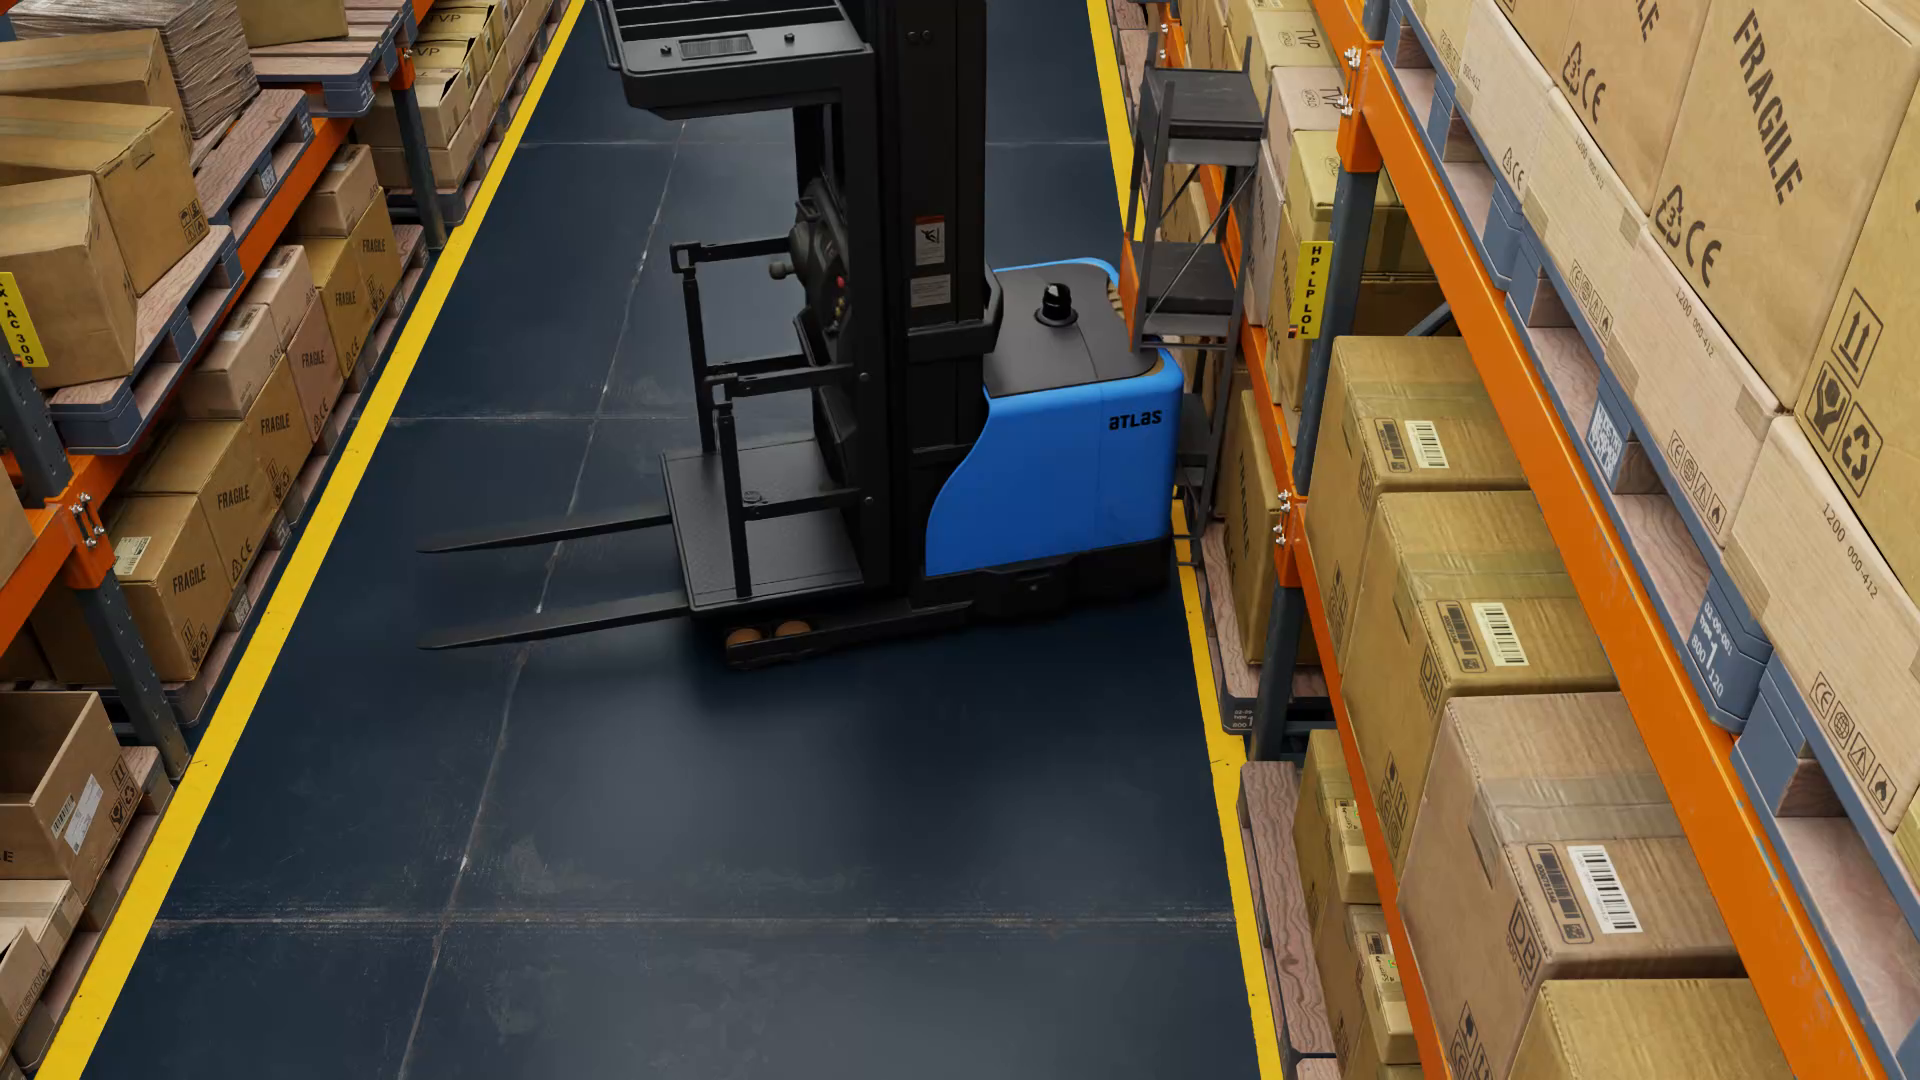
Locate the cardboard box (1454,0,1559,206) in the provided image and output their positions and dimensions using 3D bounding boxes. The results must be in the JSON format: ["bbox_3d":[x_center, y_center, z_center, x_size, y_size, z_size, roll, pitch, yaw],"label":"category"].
[{"bbox_3d":[1.302,-0.884,3.260,0.500,0.250,0.500,-1,39,-1],"label":"cardboard box"}]

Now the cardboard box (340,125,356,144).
[{"bbox_3d":[-3.627,-2.453,9.326,0.500,0.311,0.500,1,39,1],"label":"cardboard box"}]

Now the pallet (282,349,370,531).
[{"bbox_3d":[-3.418,-0.499,7.704,1.003,0.211,1.213,0,39,0],"label":"pallet"}]

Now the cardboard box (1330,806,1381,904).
[{"bbox_3d":[1.294,0.920,4.847,0.380,0.149,0.250,1,39,1],"label":"cardboard box"}]

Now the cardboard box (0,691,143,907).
[{"bbox_3d":[-3.091,0.846,5.443,0.500,0.500,0.500,0,39,0],"label":"cardboard box"}]

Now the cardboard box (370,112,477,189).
[{"bbox_3d":[-3.087,-2.234,9.502,0.500,0.250,0.500,0,39,0],"label":"cardboard box"}]

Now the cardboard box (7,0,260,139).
[{"bbox_3d":[-3.457,-2.053,6.997,0.700,0.500,0.500,7,39,8],"label":"cardboard box"}]

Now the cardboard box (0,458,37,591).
[{"bbox_3d":[-3.118,-0.041,4.822,0.500,0.500,0.500,1,39,1],"label":"cardboard box"}]

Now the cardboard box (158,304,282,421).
[{"bbox_3d":[-3.133,-0.731,6.811,0.500,0.250,0.500,0,39,0],"label":"cardboard box"}]

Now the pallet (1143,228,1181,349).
[{"bbox_3d":[1.499,-1.240,8.629,1.003,0.211,1.213,0,39,0],"label":"pallet"}]

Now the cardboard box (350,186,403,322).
[{"bbox_3d":[-3.144,-1.427,8.279,0.500,0.500,0.500,1,39,2],"label":"cardboard box"}]

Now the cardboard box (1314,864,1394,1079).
[{"bbox_3d":[1.474,1.273,4.925,0.700,0.500,0.500,0,39,-1],"label":"cardboard box"}]

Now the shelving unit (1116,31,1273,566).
[{"bbox_3d":[0.854,-0.887,6.588,0.431,2.100,0.503,2,36,-3],"label":"shelving unit"}]

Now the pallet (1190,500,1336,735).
[{"bbox_3d":[1.502,0.286,6.725,1.003,0.211,1.213,0,39,0],"label":"pallet"}]

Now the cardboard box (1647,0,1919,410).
[{"bbox_3d":[1.310,-0.523,2.210,0.500,0.500,0.500,-2,39,-2],"label":"cardboard box"}]

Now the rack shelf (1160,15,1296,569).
[{"bbox_3d":[1.576,-1.290,7.036,1.077,0.370,4.000,0,39,0],"label":"rack shelf"}]

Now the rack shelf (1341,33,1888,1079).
[{"bbox_3d":[1.581,0.041,2.977,1.077,0.370,4.000,0,39,0],"label":"rack shelf"}]

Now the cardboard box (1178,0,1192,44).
[{"bbox_3d":[1.318,-2.680,7.862,0.500,0.500,0.500,1,39,1],"label":"cardboard box"}]

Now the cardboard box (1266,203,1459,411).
[{"bbox_3d":[1.326,-0.771,5.480,0.500,0.500,0.500,-1,39,-1],"label":"cardboard box"}]

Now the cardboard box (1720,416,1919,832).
[{"bbox_3d":[1.315,0.083,2.053,0.500,0.250,0.500,-1,39,-2],"label":"cardboard box"}]

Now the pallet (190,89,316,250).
[{"bbox_3d":[-3.373,-1.524,6.907,1.003,0.211,1.213,0,39,0],"label":"pallet"}]

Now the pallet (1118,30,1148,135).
[{"bbox_3d":[1.576,-2.983,10.803,1.003,0.211,1.213,0,39,0],"label":"pallet"}]

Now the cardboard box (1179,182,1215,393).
[{"bbox_3d":[1.438,-1.139,7.655,0.750,0.750,0.750,0,39,0],"label":"cardboard box"}]

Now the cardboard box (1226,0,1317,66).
[{"bbox_3d":[1.329,-2.025,6.445,0.500,0.250,0.500,-1,39,-1],"label":"cardboard box"}]

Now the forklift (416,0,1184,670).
[{"bbox_3d":[-0.700,-0.994,6.147,3.031,2.935,1.130,-9,40,-11],"label":"forklift"}]

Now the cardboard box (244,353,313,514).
[{"bbox_3d":[-3.137,-0.459,7.071,0.500,0.500,0.500,0,39,0],"label":"cardboard box"}]

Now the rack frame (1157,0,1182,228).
[{"bbox_3d":[1.574,-2.821,8.372,1.000,3.000,0.127,0,39,0],"label":"rack frame"}]

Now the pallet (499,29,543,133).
[{"bbox_3d":[-3.341,-3.003,10.829,1.003,0.211,1.213,0,39,0],"label":"pallet"}]

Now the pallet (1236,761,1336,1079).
[{"bbox_3d":[1.501,1.244,5.529,1.003,0.211,1.213,0,39,0],"label":"pallet"}]

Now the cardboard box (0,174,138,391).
[{"bbox_3d":[-3.152,-0.813,5.451,0.700,0.500,0.500,-13,40,-15],"label":"cardboard box"}]

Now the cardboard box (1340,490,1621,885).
[{"bbox_3d":[1.558,0.359,4.164,0.980,0.700,0.700,-1,39,-1],"label":"cardboard box"}]

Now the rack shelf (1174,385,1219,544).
[{"bbox_3d":[0.819,-0.314,7.011,0.431,0.518,0.480,2,36,-3],"label":"rack shelf"}]

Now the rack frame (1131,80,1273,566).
[{"bbox_3d":[0.859,-0.742,6.392,0.400,2.100,0.015,2,36,-3],"label":"rack frame"}]

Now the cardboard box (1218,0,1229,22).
[{"bbox_3d":[1.322,-2.344,6.843,0.500,0.250,0.500,0,39,0],"label":"cardboard box"}]

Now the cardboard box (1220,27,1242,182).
[{"bbox_3d":[1.317,-1.717,6.660,0.500,0.500,0.500,1,39,1],"label":"cardboard box"}]

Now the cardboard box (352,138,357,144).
[{"bbox_3d":[-3.625,-2.235,9.504,0.500,0.250,0.500,1,39,1],"label":"cardboard box"}]

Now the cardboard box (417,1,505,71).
[{"bbox_3d":[-3.094,-3.100,10.135,0.500,0.311,0.500,-1,39,-1],"label":"cardboard box"}]

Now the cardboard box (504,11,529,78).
[{"bbox_3d":[-3.095,-3.194,10.700,0.500,0.250,0.500,1,39,1],"label":"cardboard box"}]

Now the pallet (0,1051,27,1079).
[{"bbox_3d":[-3.371,1.968,4.625,1.003,0.211,1.213,0,39,0],"label":"pallet"}]

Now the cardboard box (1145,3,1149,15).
[{"bbox_3d":[1.637,-3.736,11.160,0.700,0.500,0.500,-1,39,-1],"label":"cardboard box"}]

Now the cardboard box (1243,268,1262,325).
[{"bbox_3d":[1.256,-0.926,6.192,0.380,0.149,0.250,0,39,0],"label":"cardboard box"}]

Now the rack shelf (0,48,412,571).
[{"bbox_3d":[-3.378,-1.284,7.029,1.077,0.370,4.000,0,39,0],"label":"rack shelf"}]
